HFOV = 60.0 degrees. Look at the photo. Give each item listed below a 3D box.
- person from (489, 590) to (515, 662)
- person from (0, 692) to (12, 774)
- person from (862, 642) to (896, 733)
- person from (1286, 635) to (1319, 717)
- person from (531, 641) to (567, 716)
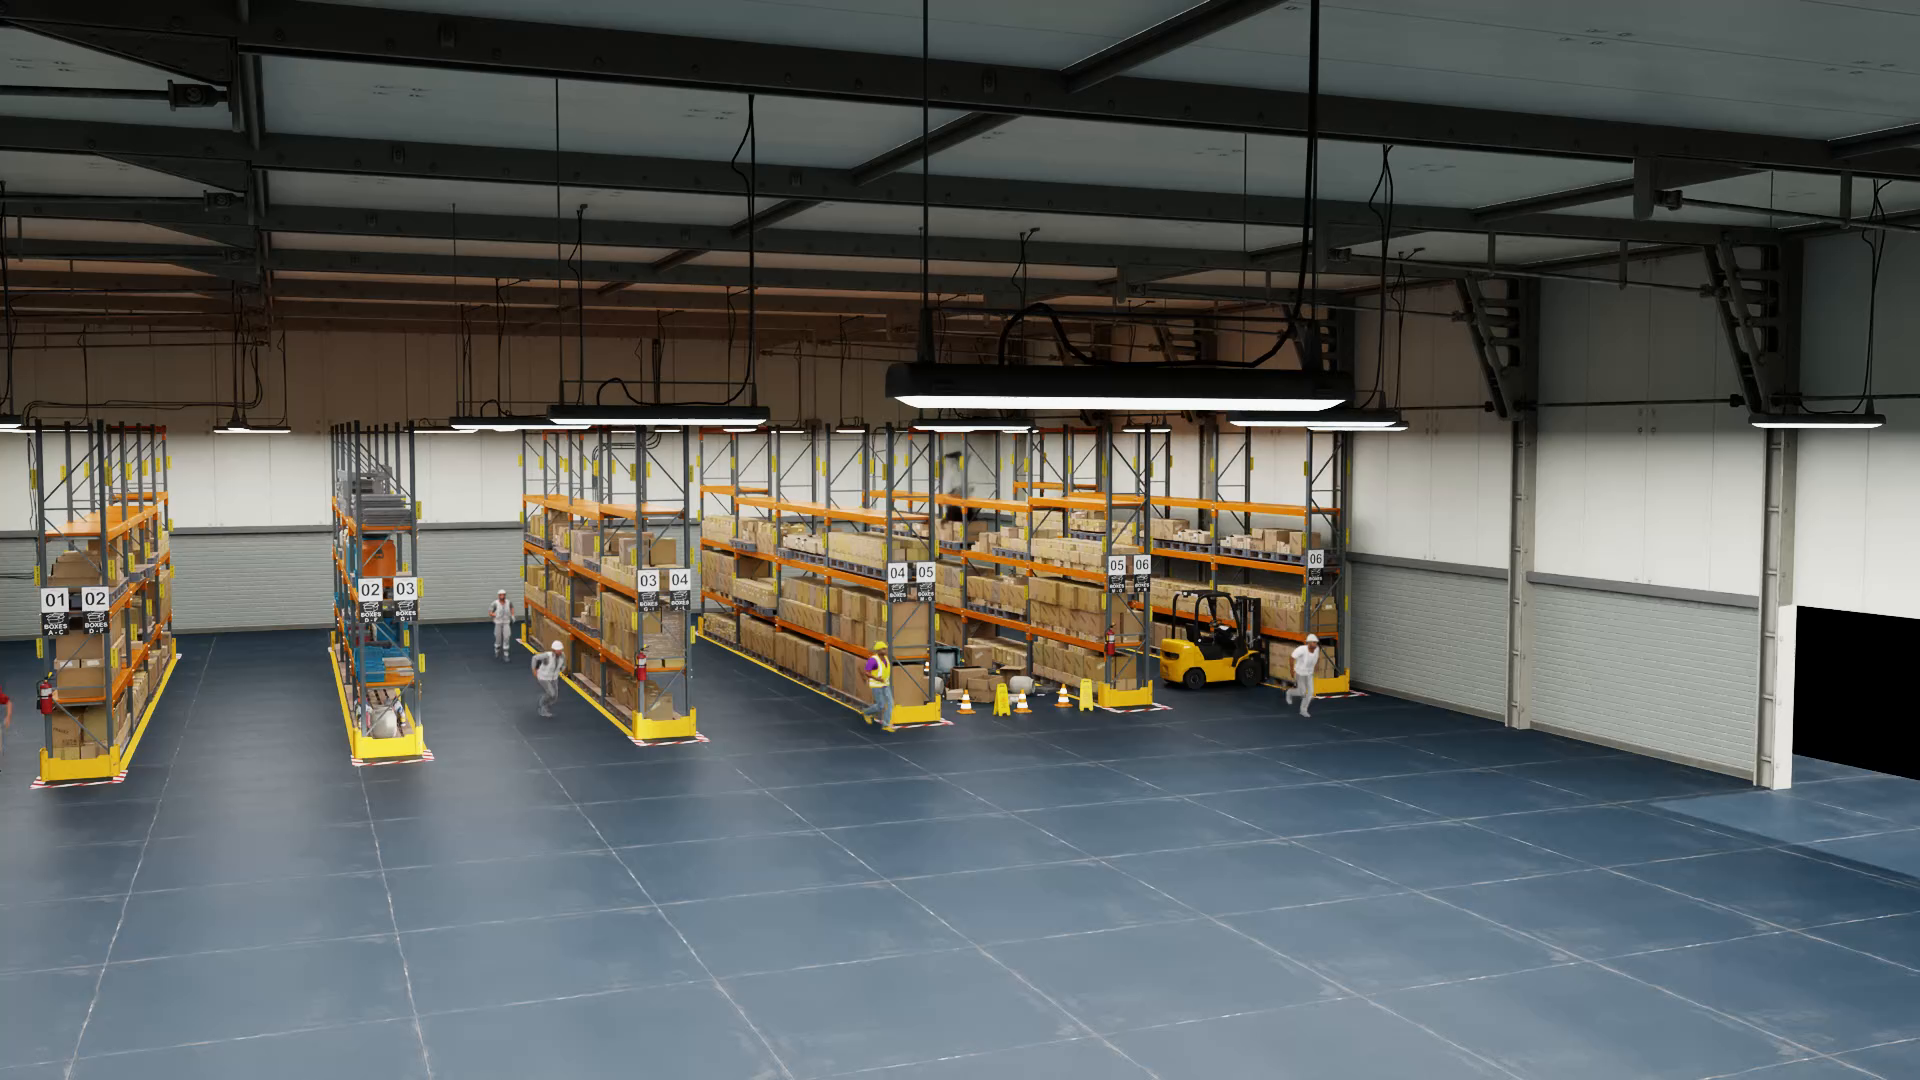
[{"bbox_3d":[-11.700,2.177,42.485,0.680,1.839,0.842,-2,4,-27],"label":"person"},{"bbox_3d":[-16.203,3.129,27.738,0.705,1.672,0.605,-2,4,-32],"label":"person"},{"bbox_3d":[-1.578,2.846,32.317,0.784,1.757,0.739,3,5,38],"label":"person"},{"bbox_3d":[7.052,2.764,34.180,0.698,1.700,0.881,-2,4,-33],"label":"person"},{"bbox_3d":[-8.313,2.819,33.672,0.864,1.595,0.685,3,5,43],"label":"person"}]
